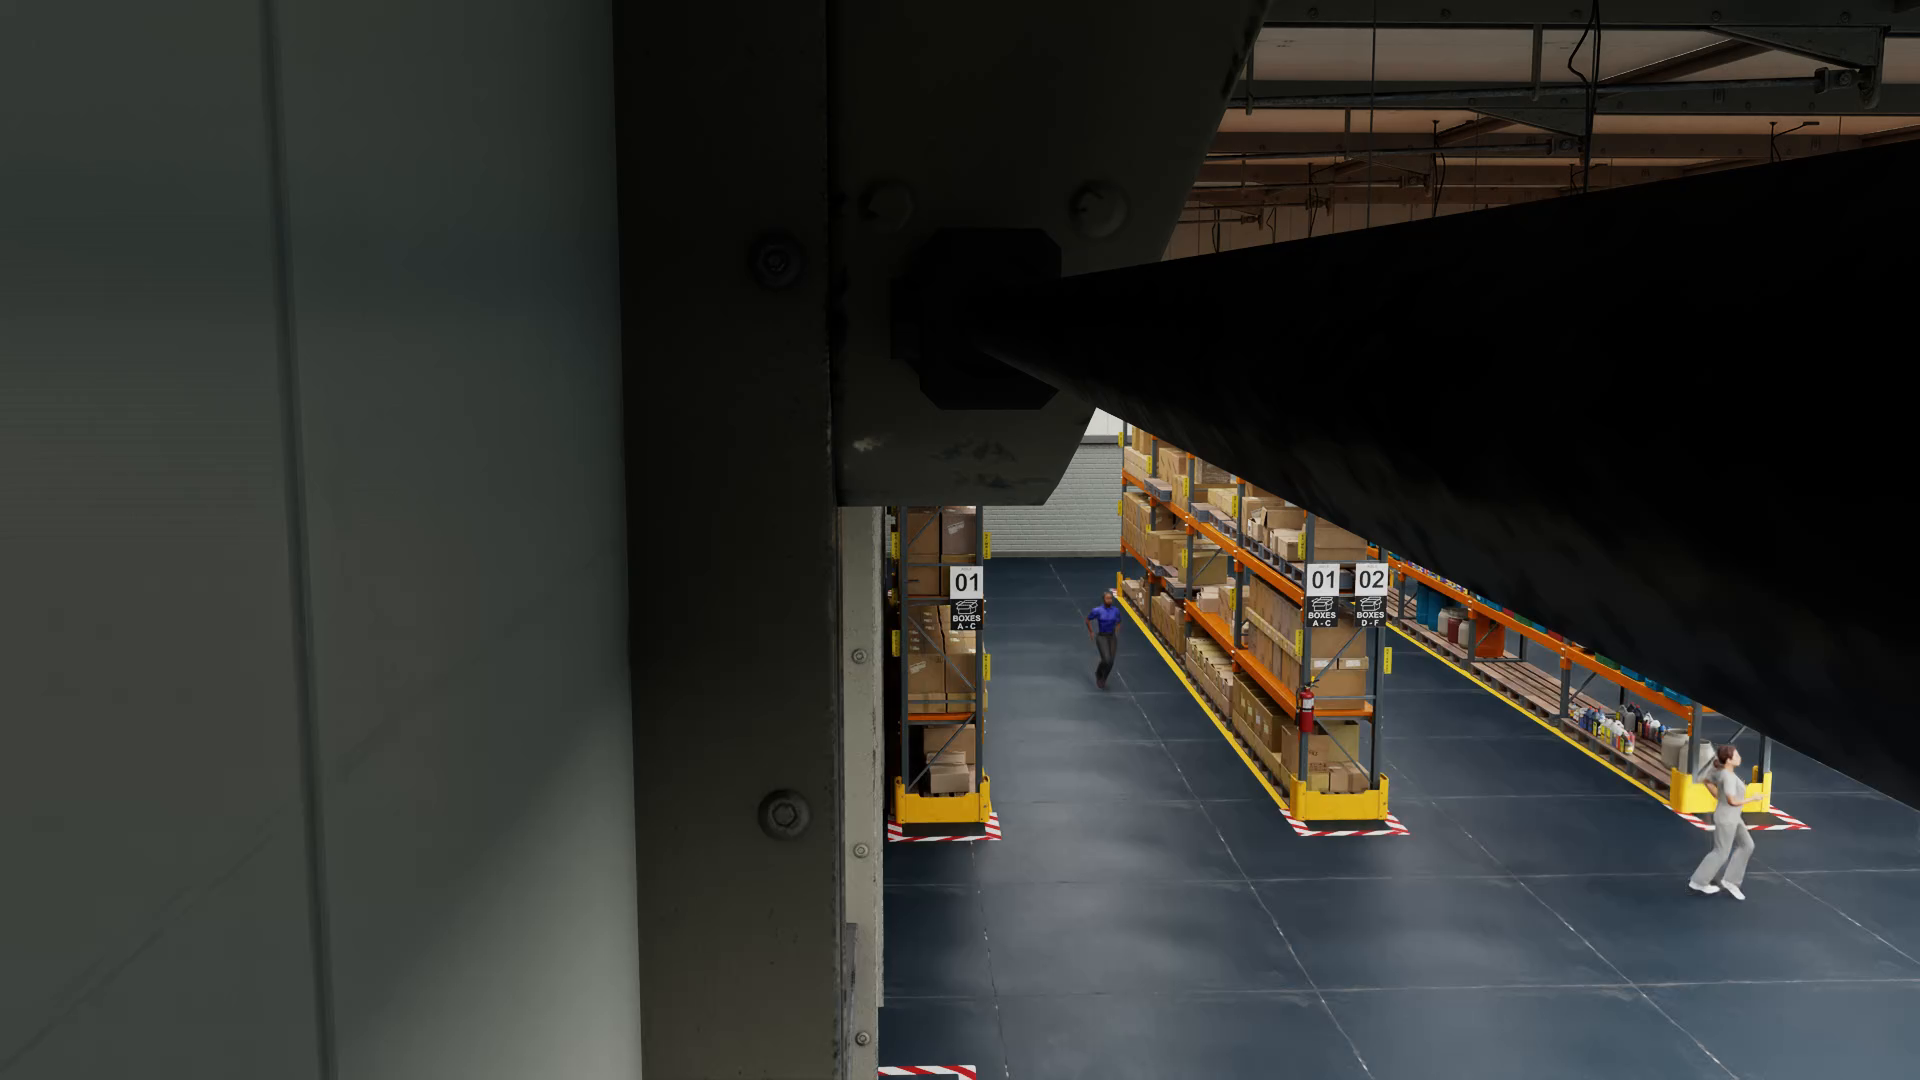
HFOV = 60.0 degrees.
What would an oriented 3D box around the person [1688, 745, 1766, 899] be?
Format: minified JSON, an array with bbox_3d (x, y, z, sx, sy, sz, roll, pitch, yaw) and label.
[{"bbox_3d":[8.209,3.023,17.783,0.689,1.714,0.544,3,9,22],"label":"person"}]

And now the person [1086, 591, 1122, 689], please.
[{"bbox_3d":[2.424,1.664,27.461,0.550,1.626,0.638,-3,9,-19],"label":"person"}]
